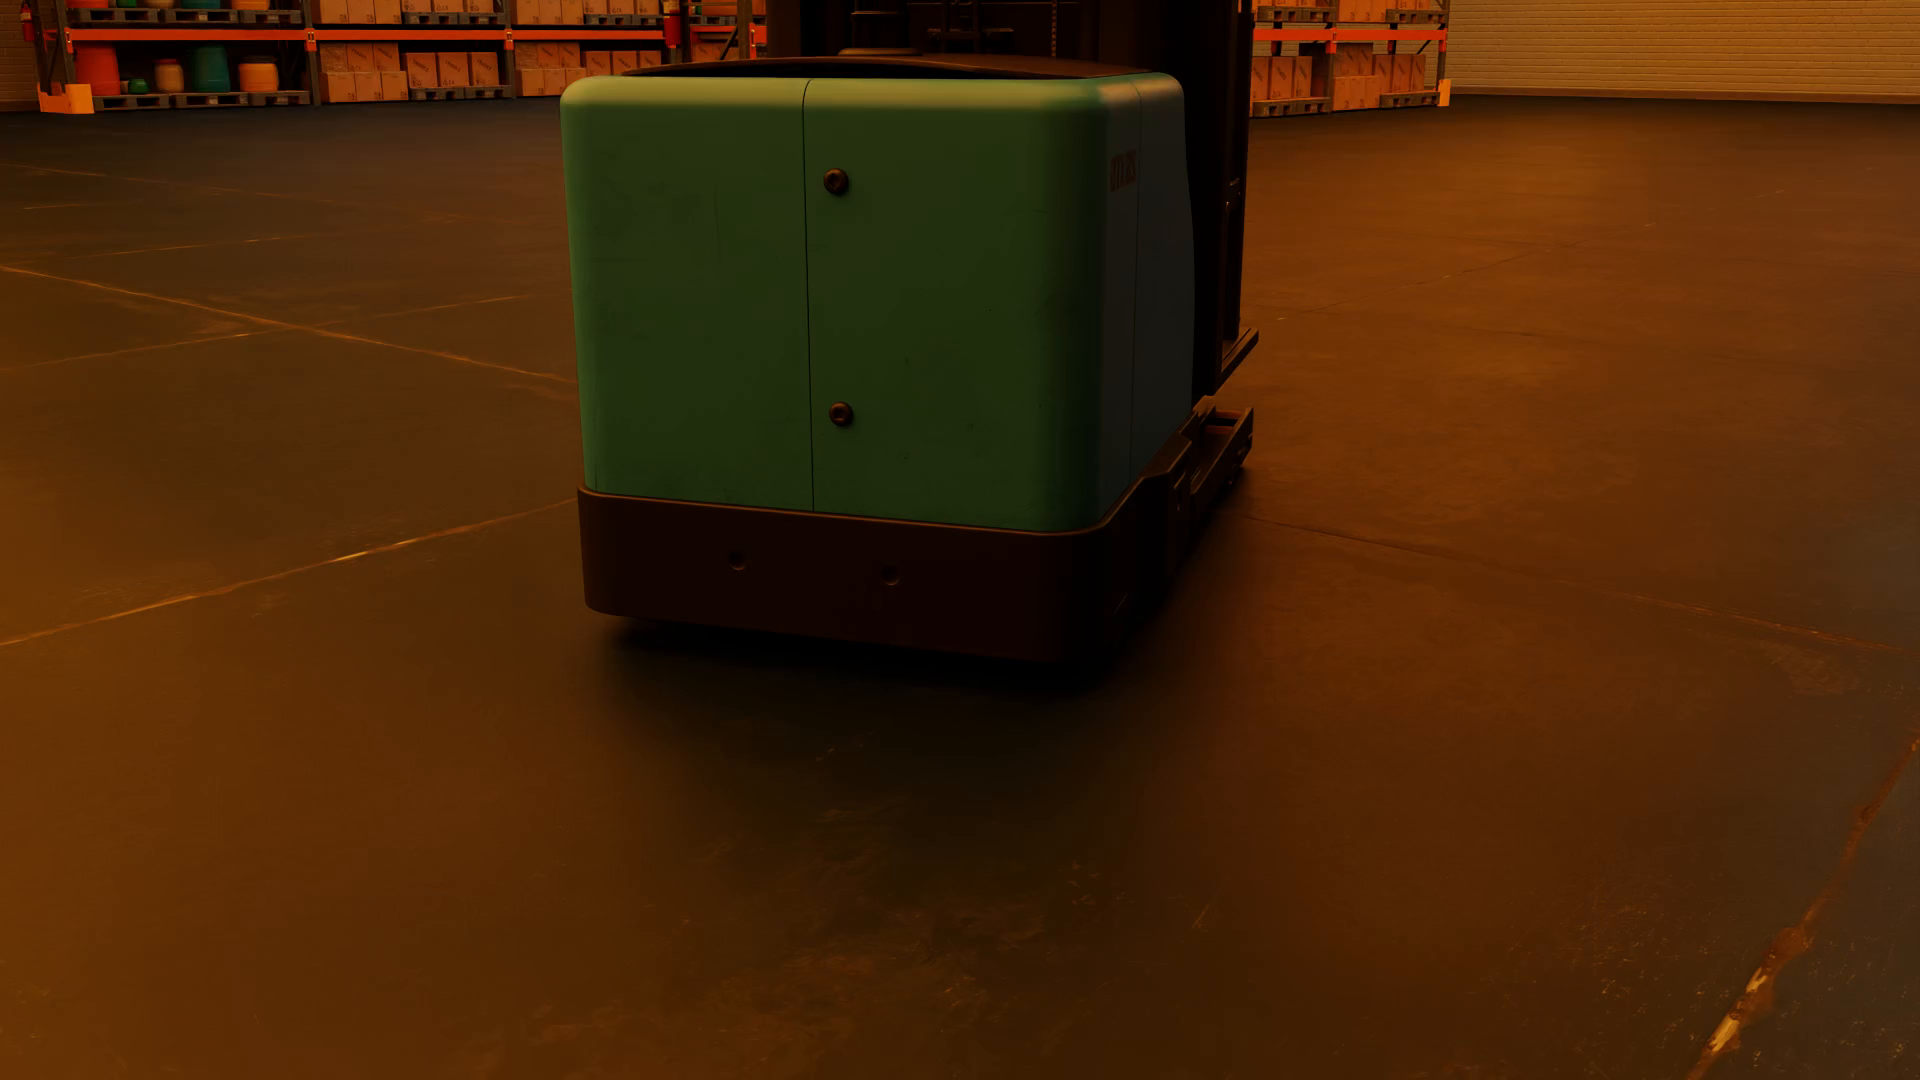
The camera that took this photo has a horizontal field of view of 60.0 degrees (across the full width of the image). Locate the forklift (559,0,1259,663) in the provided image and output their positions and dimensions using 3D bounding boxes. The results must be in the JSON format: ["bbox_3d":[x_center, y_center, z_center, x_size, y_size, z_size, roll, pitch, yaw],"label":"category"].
[{"bbox_3d":[0.182,-1.571,4.072,1.130,2.935,3.031,5,18,17],"label":"forklift"}]
